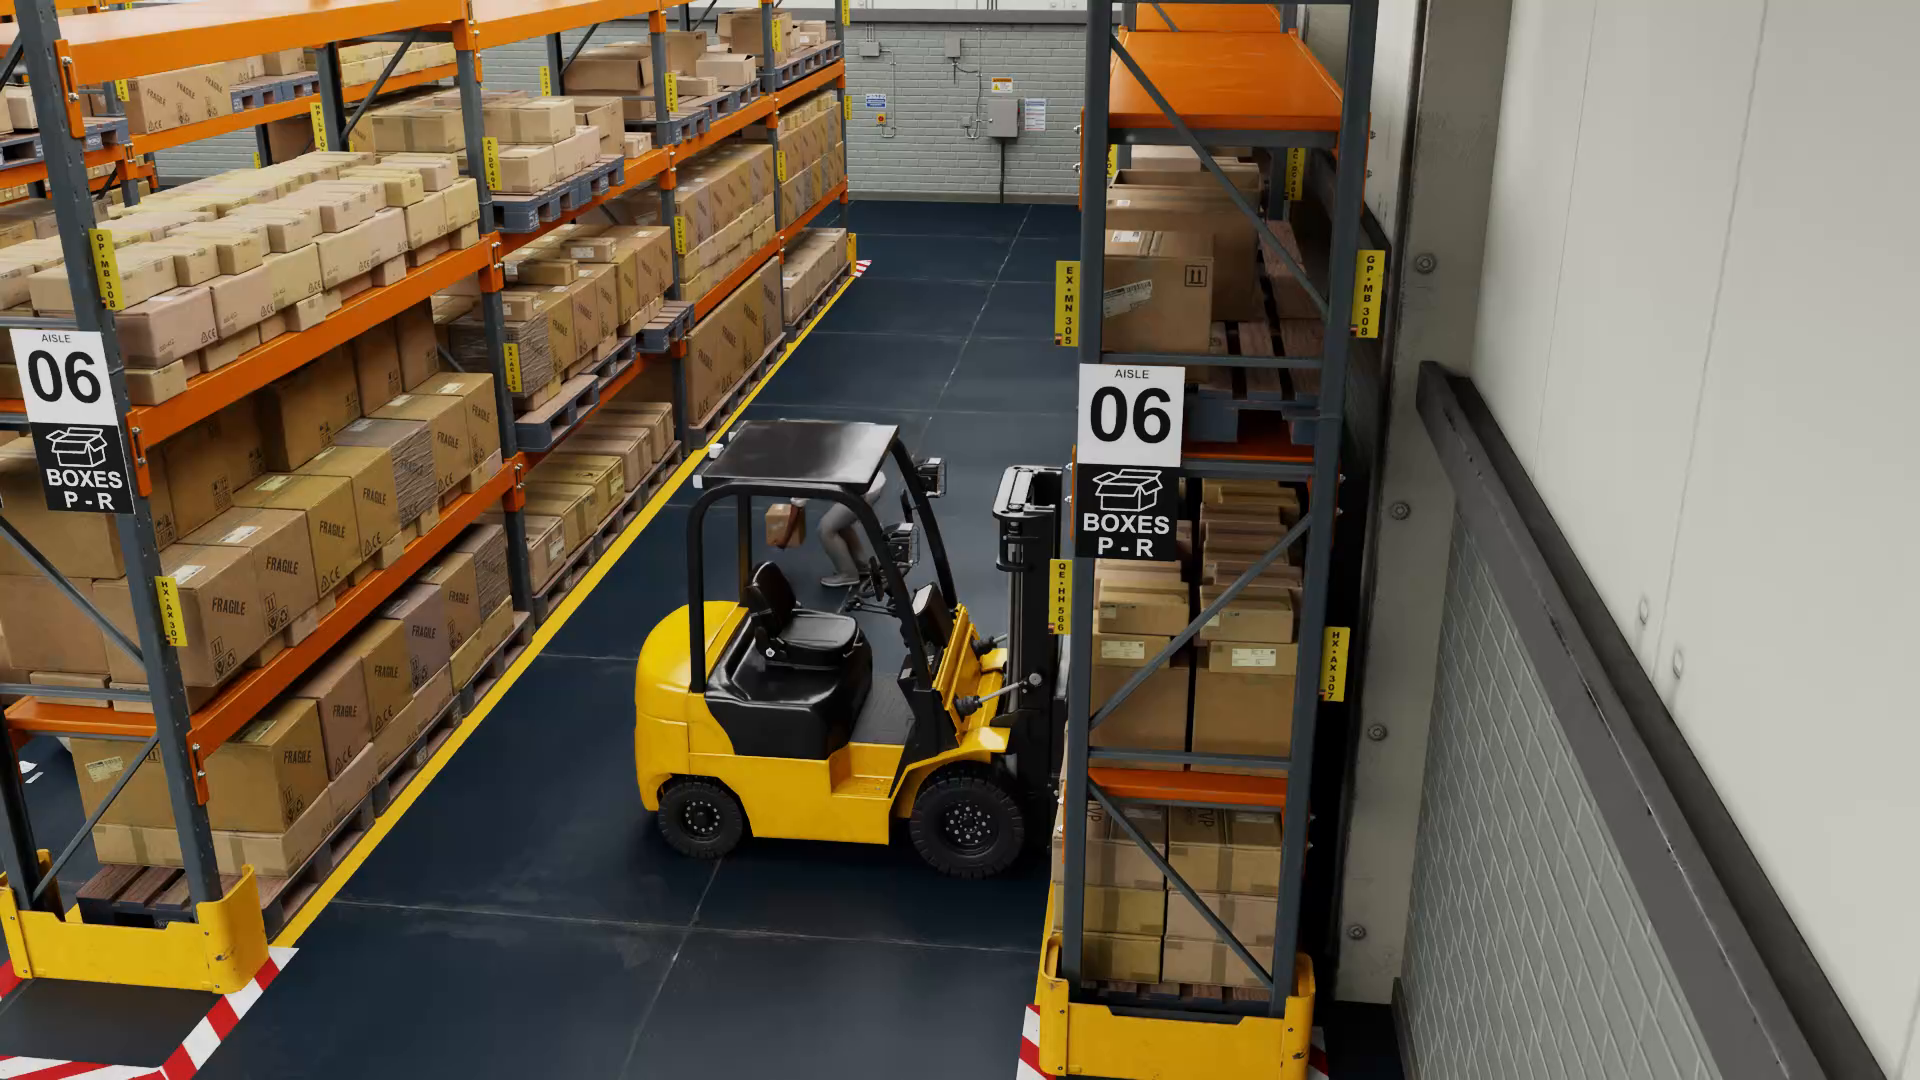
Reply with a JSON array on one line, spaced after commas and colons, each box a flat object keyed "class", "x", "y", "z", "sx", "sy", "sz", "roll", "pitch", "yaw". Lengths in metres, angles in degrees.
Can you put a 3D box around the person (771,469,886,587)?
[{"class": "person", "x": -1.020, "y": -0.206, "z": 12.421, "sx": 0.931, "sy": 1.080, "sz": 0.445, "roll": 1, "pitch": 21, "yaw": 4}]
